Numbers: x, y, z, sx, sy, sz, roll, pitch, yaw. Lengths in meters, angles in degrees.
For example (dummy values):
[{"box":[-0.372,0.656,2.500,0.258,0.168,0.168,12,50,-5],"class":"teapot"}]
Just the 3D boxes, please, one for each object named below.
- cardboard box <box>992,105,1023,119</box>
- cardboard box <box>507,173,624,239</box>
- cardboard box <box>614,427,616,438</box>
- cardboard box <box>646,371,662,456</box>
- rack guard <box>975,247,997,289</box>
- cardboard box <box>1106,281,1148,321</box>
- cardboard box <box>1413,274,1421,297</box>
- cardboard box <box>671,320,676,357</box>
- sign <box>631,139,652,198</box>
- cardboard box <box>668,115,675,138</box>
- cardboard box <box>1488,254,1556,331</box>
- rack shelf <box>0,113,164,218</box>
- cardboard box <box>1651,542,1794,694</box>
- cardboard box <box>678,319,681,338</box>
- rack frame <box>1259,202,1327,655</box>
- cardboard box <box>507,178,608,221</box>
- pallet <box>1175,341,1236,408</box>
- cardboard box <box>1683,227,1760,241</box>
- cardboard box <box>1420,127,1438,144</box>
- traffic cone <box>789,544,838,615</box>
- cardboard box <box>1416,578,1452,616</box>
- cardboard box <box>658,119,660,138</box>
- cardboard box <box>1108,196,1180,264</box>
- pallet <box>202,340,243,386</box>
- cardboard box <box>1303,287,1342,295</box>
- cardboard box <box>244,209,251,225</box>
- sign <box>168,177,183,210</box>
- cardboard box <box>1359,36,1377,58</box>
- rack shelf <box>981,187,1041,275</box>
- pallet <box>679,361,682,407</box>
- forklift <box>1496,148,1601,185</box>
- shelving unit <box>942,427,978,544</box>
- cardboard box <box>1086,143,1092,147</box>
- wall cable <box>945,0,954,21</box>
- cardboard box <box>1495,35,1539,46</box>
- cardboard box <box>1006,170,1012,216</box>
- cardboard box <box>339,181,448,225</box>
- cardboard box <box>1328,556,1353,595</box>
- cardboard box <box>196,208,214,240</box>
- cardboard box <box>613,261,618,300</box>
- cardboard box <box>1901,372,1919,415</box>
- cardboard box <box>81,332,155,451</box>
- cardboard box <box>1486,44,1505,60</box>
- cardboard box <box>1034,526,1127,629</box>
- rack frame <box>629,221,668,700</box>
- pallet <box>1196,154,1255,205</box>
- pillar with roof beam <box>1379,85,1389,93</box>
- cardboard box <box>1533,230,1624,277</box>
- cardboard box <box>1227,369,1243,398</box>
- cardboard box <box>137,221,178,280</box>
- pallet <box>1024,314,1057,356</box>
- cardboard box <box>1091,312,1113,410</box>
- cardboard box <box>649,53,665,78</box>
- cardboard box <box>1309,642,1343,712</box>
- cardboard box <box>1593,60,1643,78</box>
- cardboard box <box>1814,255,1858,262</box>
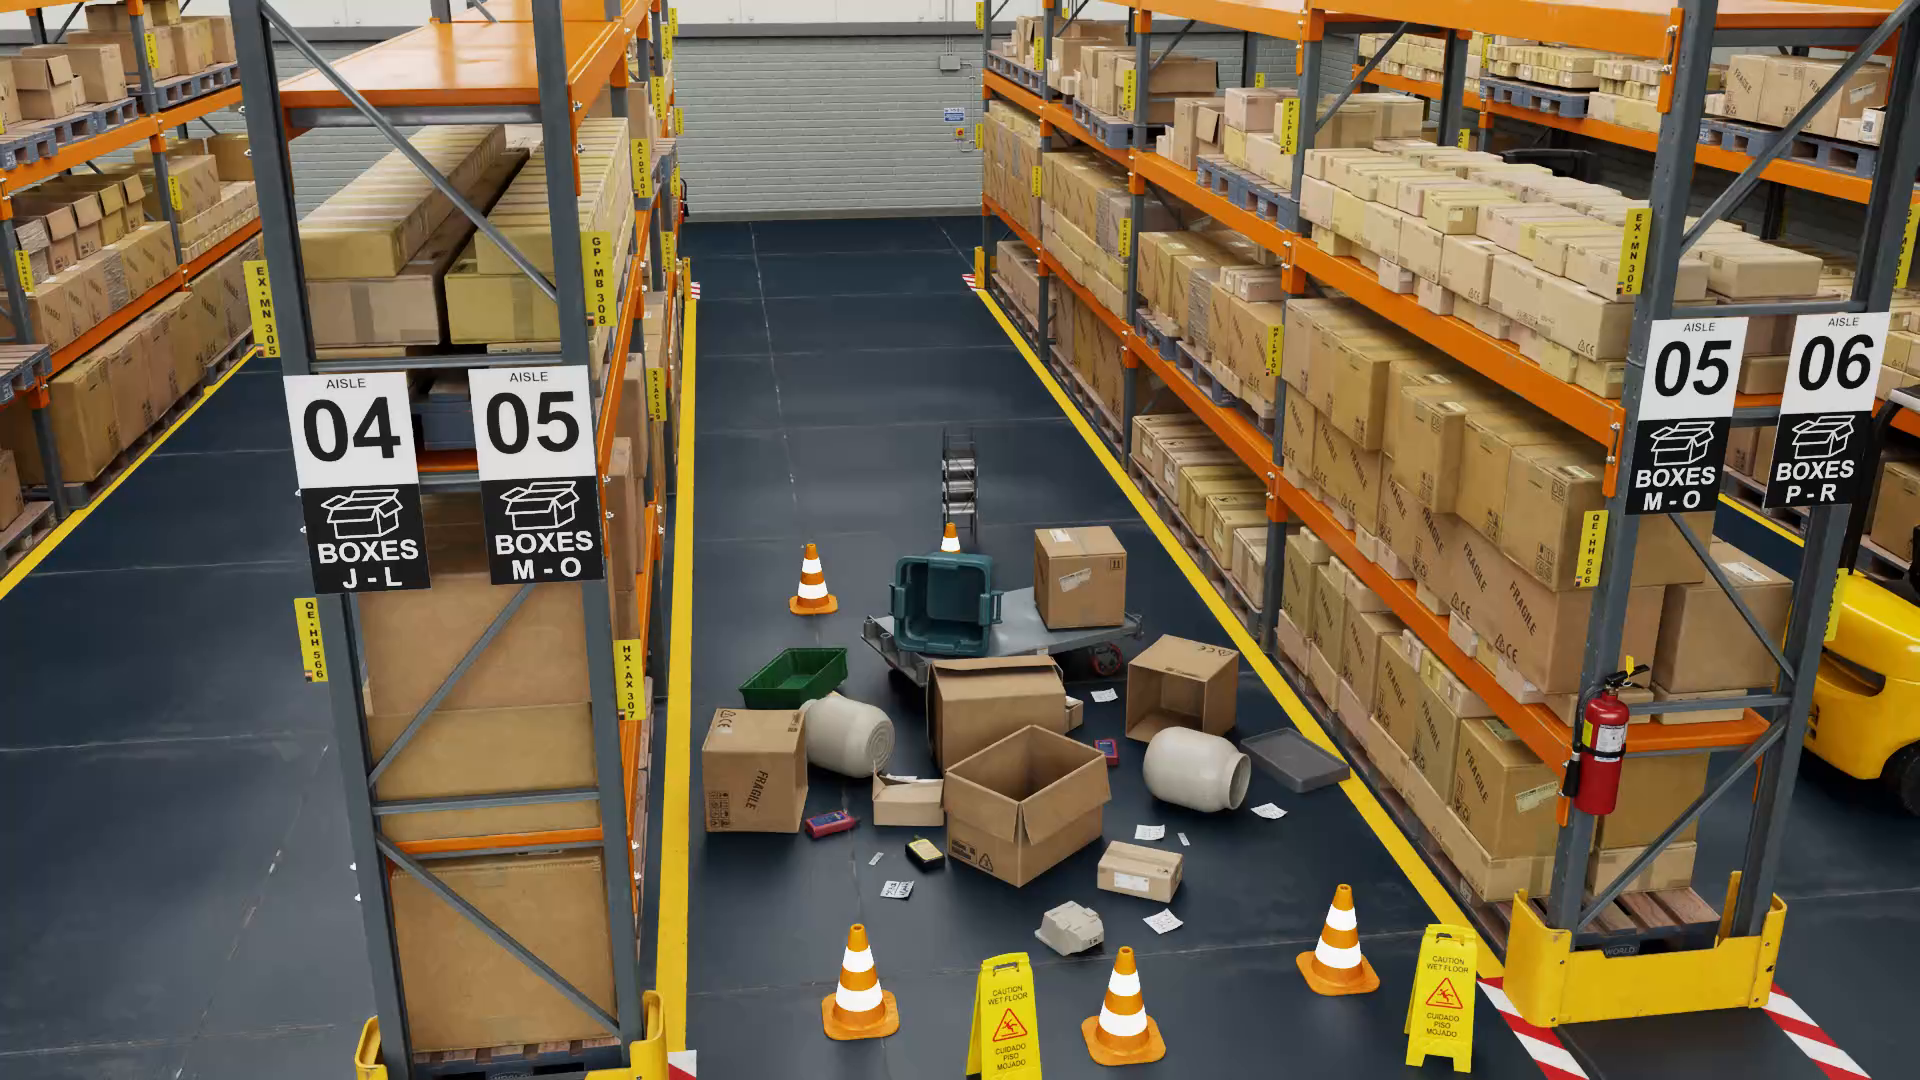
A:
[{"box":[0.609,-5.333,20.709,0.380,0.149,0.250,-2,21,-6],"class":"cardboard box"},{"box":[-1.887,-1.606,7.989,0.500,0.250,0.500,-3,21,-8],"class":"cardboard box"},{"box":[-2.199,-0.462,8.410,0.875,0.550,0.550,-3,21,-8],"class":"cardboard box"},{"box":[-2.237,-0.812,10.959,0.500,0.500,0.500,-3,21,-7],"class":"cardboard box"},{"box":[0.796,-3.671,22.331,1.175,0.500,0.348,-3,21,-8],"class":"rack guard"},{"box":[1.623,-2.156,14.915,0.500,0.250,0.500,-4,21,-10],"class":"cardboard box"},{"box":[2.553,-1.311,8.512,0.380,0.149,0.250,-3,21,-7],"class":"cardboard box"},{"box":[-2.999,-1.935,16.011,0.500,0.250,0.500,-4,21,-10],"class":"cardboard box"},{"box":[-1.805,-2.107,9.432,0.100,0.325,0.005,-3,21,-8],"class":"sign"},{"box":[-3.615,-4.703,19.523,0.500,0.500,0.500,-2,21,-5],"class":"cardboard box"},{"box":[2.708,-1.107,7.395,0.500,0.250,0.500,-3,21,-8],"class":"cardboard box"},{"box":[-8.142,-3.325,14.572,1.077,0.370,4.000,-3,21,-8],"class":"rack shelf"},{"box":[3.312,0.342,7.446,0.500,0.500,0.500,-3,21,-9],"class":"cardboard box"},{"box":[-3.243,-2.306,18.153,0.380,0.149,0.250,-2,21,-5],"class":"cardboard box"},{"box":[2.529,-0.679,10.747,1.000,3.000,0.127,-3,21,-8],"class":"rack frame"},{"box":[-1.657,-1.398,6.860,0.380,0.149,0.250,-3,21,-9],"class":"cardboard box"},{"box":[2.279,-1.291,12.659,1.003,0.211,1.213,-3,21,-8],"class":"pallet"},{"box":[3.229,-1.265,7.247,0.380,0.149,0.250,-3,21,-8],"class":"cardboard box"},{"box":[5.726,-4.816,20.540,0.500,0.500,0.500,-2,21,-6],"class":"cardboard box"},{"box":[-1.053,0.254,11.876,0.336,0.463,0.334,-3,21,-8],"class":"traffic cone"},{"box":[2.587,0.266,8.577,0.380,0.149,0.250,-3,21,-8],"class":"cardboard box"},{"box":[-2.829,-3.615,14.178,0.500,0.500,0.500,-3,21,-8],"class":"cardboard box"},{"box":[1.619,-2.745,14.706,0.500,0.500,0.500,-3,21,-9],"class":"cardboard box"},{"box":[-8.463,-1.910,18.028,1.003,0.211,1.213,-3,21,-8],"class":"pallet"},{"box":[2.615,-1.584,12.002,0.500,0.500,0.500,-3,21,-8],"class":"cardboard box"},{"box":[-8.481,-3.756,19.344,0.380,0.149,0.250,-3,21,-9],"class":"cardboard box"},{"box":[-7.895,-3.485,16.718,0.100,0.325,0.005,-3,21,-8],"class":"sign"},{"box":[5.504,-6.392,21.546,0.500,0.250,0.500,-3,21,-8],"class":"cardboard box"},{"box":[1.088,-3.804,20.143,1.077,0.370,4.000,-3,21,-8],"class":"rack shelf"},{"box":[-3.394,-1.588,17.167,1.003,0.211,1.213,-3,21,-8],"class":"pallet"},{"box":[4.593,-1.473,12.971,1.130,2.935,3.031,-3,21,-8],"class":"forklift"},{"box":[-0.001,-0.424,13.066,0.258,0.900,0.210,-3,21,-8],"class":"shelving unit"},{"box":[1.587,-4.390,18.185,0.380,0.149,0.250,-3,21,-9],"class":"cardboard box"},{"box":[-0.299,-9.599,26.056,0.463,3.000,0.029,-3,21,-8],"class":"wall cable"},{"box":[5.985,-5.443,17.814,0.396,0.266,0.258,-3,21,-8],"class":"cardboard box"},{"box":[0.829,-4.177,19.969,0.500,0.500,0.500,-2,21,-6],"class":"cardboard box"},{"box":[-2.307,-1.365,6.772,0.380,0.149,0.250,-3,21,-8],"class":"cardboard box"},{"box":[2.382,0.199,9.726,0.380,0.149,0.250,-2,21,-6],"class":"cardboard box"},{"box":[-8.306,-3.366,17.732,0.500,0.250,0.500,-3,21,-8],"class":"cardboard box"},{"box":[-1.692,-1.112,7.236,0.380,0.149,0.250,-3,21,-8],"class":"cardboard box"},{"box":[7.109,-1.022,11.879,0.500,0.250,0.500,-2,21,-7],"class":"cardboard box"},{"box":[-8.054,-1.314,14.885,1.225,0.875,0.875,-3,21,-8],"class":"cardboard box"},{"box":[5.897,-5.245,17.877,0.380,0.149,0.250,-2,21,-6],"class":"cardboard box"},{"box":[0.772,0.237,10.784,0.500,0.500,0.500,-3,21,-8],"class":"cardboard box"},{"box":[-2.354,-0.394,9.985,1.000,3.000,0.127,-3,21,-8],"class":"rack frame"},{"box":[2.393,-2.574,11.803,1.213,0.211,1.003,-3,21,-8],"class":"pallet"},{"box":[1.954,-8.658,23.535,9.100,9.000,0.400,-3,21,-8],"class":"pillar with roof beam"},{"box":[2.711,-1.236,7.170,0.380,0.149,0.250,-3,21,-8],"class":"cardboard box"},{"box":[2.089,-1.102,11.638,0.380,0.149,0.250,-3,21,-9],"class":"cardboard box"},{"box":[-8.093,-2.848,16.411,0.500,0.500,0.500,-3,21,-8],"class":"cardboard box"},{"box":[1.344,-2.410,19.366,1.003,0.211,1.213,-3,21,-8],"class":"pallet"},{"box":[1.811,-1.818,16.232,0.875,0.875,0.875,-3,21,-7],"class":"cardboard box"},{"box":[-3.340,-4.912,17.293,0.500,0.250,0.500,-2,21,-6],"class":"cardboard box"},{"box":[2.435,0.815,10.078,0.500,0.250,0.500,-2,21,-5],"class":"cardboard box"},{"box":[6.335,-4.530,15.990,0.380,0.149,0.250,-3,21,-8],"class":"cardboard box"},{"box":[7.341,-2.305,14.029,0.380,0.149,0.250,-3,21,-9],"class":"cardboard box"}]
